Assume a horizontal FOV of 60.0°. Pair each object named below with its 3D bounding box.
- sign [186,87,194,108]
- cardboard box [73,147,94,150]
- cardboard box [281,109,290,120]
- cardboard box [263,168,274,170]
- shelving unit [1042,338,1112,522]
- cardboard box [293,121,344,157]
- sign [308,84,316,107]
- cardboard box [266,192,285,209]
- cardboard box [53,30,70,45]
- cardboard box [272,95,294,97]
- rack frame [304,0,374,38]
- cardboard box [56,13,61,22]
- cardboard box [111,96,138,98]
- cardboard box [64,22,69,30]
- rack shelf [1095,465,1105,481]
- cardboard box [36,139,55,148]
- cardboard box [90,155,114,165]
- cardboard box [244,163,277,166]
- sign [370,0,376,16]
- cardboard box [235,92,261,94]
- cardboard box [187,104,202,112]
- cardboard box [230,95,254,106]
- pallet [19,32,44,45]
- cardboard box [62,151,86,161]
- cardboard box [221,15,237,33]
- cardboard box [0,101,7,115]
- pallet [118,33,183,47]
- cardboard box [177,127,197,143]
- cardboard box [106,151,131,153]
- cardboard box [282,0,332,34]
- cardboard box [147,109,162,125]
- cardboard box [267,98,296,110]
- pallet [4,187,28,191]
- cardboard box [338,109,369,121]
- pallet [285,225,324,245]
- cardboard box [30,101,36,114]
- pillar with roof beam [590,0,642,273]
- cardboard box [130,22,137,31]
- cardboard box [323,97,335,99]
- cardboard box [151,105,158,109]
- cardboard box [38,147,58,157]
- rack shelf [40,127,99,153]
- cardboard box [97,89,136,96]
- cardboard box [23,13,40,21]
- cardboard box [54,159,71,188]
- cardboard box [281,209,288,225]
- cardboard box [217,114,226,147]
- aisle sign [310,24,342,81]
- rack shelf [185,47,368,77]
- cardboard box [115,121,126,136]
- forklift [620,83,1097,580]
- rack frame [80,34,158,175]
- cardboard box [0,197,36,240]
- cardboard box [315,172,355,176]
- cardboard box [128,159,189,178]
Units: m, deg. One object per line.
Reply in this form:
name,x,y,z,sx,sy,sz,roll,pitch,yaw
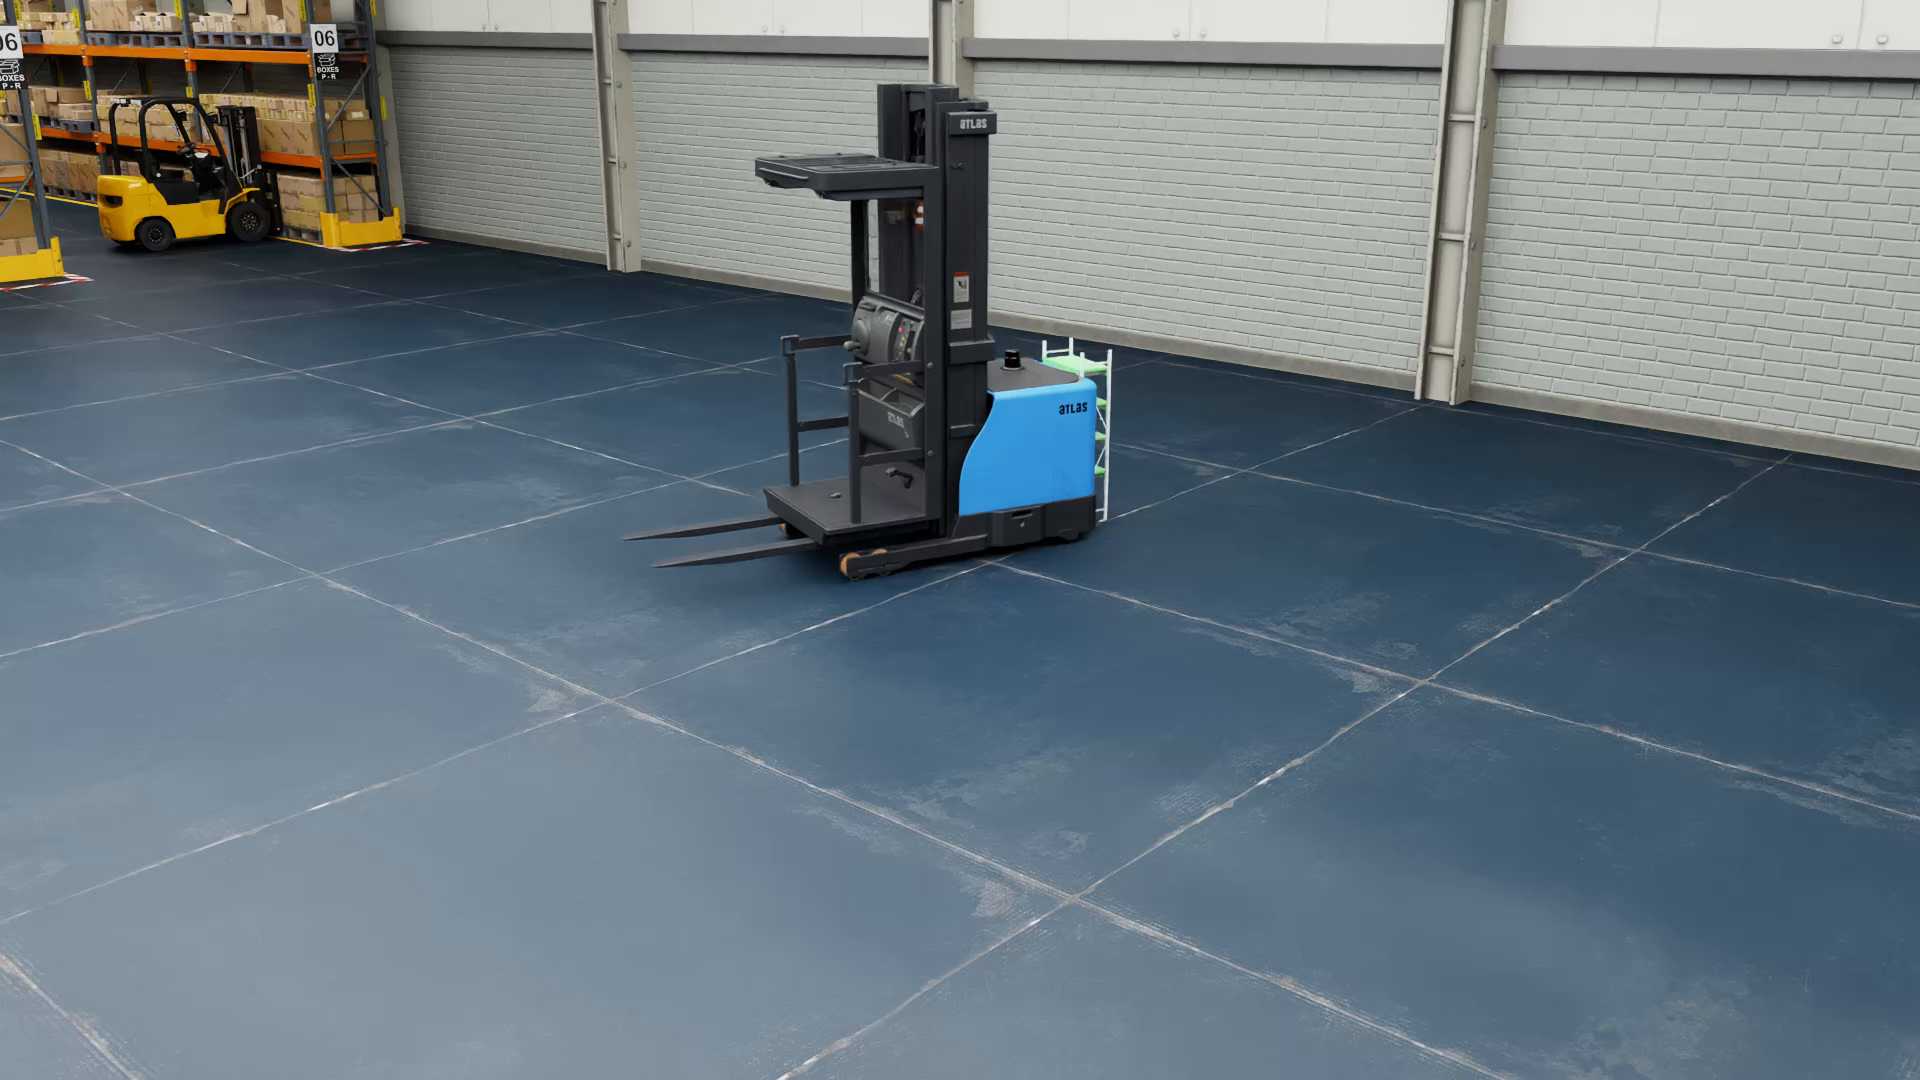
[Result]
sign,-12.490,-7.178,26.988,0.005,0.325,0.100,15,23,39
cardboard box,-16.887,-7.493,32.128,0.250,0.149,0.380,16,24,41
cardboard box,-10.133,-6.511,25.433,0.250,0.149,0.380,15,23,39
cardboard box,-11.228,-5.784,26.578,0.500,0.250,0.500,16,24,41
shelving unit,0.796,-0.756,11.512,0.258,1.200,0.503,-9,20,-27
cardboard box,-9.688,-6.073,25.122,0.500,0.500,0.500,14,23,38
sign,-9.516,-6.530,24.424,0.005,0.325,0.100,15,23,39
cardboard box,-10.485,-5.342,26.012,0.500,0.250,0.500,14,23,38
cardboard box,-16.051,-9.099,30.113,0.500,0.250,0.500,15,23,39
cardboard box,-10.762,-7.027,26.566,0.250,0.149,0.380,15,23,39
rack frame,-9.146,-8.845,24.106,0.127,3.000,1.000,15,23,39
cardboard box,-16.104,-9.463,30.110,0.250,0.149,0.380,15,23,38
cardboard box,-14.677,-7.719,29.237,0.250,0.149,0.380,16,24,41
cardboard box,-15.915,-9.272,29.998,0.250,0.149,0.380,16,23,40
rack shelf,0.796,-0.467,11.604,0.258,0.148,0.480,-9,20,-27
cardboard box,-17.803,-7.681,32.230,0.250,0.149,0.380,14,22,37
cardboard box,-15.667,-6.952,30.423,0.250,0.149,0.380,14,22,37
cardboard box,-11.641,-6.100,27.571,0.500,0.250,0.500,16,23,40
sign,-8.773,-7.994,24.807,0.005,0.325,0.100,15,23,39
cardboard box,-11.698,-7.292,27.399,0.250,0.149,0.380,15,23,39
cardboard box,-12.540,-7.164,27.488,0.250,0.149,0.380,16,24,41
cardboard box,-11.307,-6.954,26.335,0.250,0.149,0.380,15,23,38
pallet,-16.902,-9.381,31.063,1.003,0.211,1.213,15,23,39
cardboard box,-16.640,-7.224,31.282,0.250,0.149,0.380,14,22,37
cardboard box,-11.229,-8.035,25.876,0.258,0.266,0.396,14,23,38
cardboard box,-18.664,-8.512,32.731,0.500,0.250,0.500,16,23,41
pallet,-13.724,-8.592,28.578,1.213,0.211,1.003,16,24,42
cardboard box,-12.688,-6.759,27.699,0.500,0.250,0.500,16,23,40
cardboard box,-15.874,-7.252,31.369,0.250,0.149,0.380,14,22,37
cardboard box,-9.639,-7.744,24.572,0.500,0.500,0.500,16,24,41
cardboard box,-13.443,-7.202,28.267,0.500,0.250,0.500,16,23,40
cardboard box,-10.378,-6.691,25.508,0.250,0.149,0.380,16,23,41
pallet,-18.634,-7.204,33.462,1.213,0.211,1.003,15,23,39
cardboard box,-9.227,-6.469,25.299,0.250,0.149,0.380,14,23,38
pallet,-9.746,-4.801,25.889,1.213,0.211,1.003,15,23,39
cardboard box,-17.337,-8.165,31.409,0.258,0.266,0.396,17,24,42
pillar with roof beam,-7.438,-7.010,18.324,0.400,9.000,9.100,15,23,39
cardboard box,-13.738,-8.653,28.017,0.250,0.149,0.380,15,23,39
cardboard box,-9.811,-6.763,25.733,0.250,0.149,0.380,15,23,40
cardboard box,-13.516,-7.414,28.276,0.250,0.149,0.380,15,23,40
cardboard box,-17.571,-7.494,32.131,0.250,0.149,0.380,14,22,36
rack shelf,-16.625,-7.650,31.449,4.000,0.370,1.077,15,23,39
cardboard box,-15.410,-7.978,30.433,0.500,0.500,0.500,16,24,42
cardboard box,-16.998,-9.639,30.632,0.250,0.149,0.380,15,23,40
cardboard box,-16.750,-6.944,31.472,0.500,0.500,0.500,14,22,37
cardboard box,-10.441,-5.102,26.082,0.500,0.250,0.500,15,23,40
cardboard box,-11.578,-6.587,26.744,0.500,0.500,0.500,16,23,40
aisle sign,-9.292,-7.145,24.369,0.004,0.787,0.394,15,23,39
rack shelf,-10.642,-7.474,25.934,4.000,0.370,1.077,15,23,39
cardboard box,-14.587,-7.274,29.320,0.500,0.250,0.500,14,23,38
forklift,-0.639,-1.329,10.453,3.031,2.935,1.130,-9,20,-26
rack frame,-15.129,-7.592,30.074,0.127,3.000,1.000,15,23,39
cardboard box,-12.876,-4.338,22.433,0.500,0.500,0.500,14,22,37
cardboard box,-9.756,-5.591,25.967,0.500,0.250,0.500,15,23,39
cardboard box,-14.178,-6.402,29.558,0.625,0.625,0.875,16,24,41
